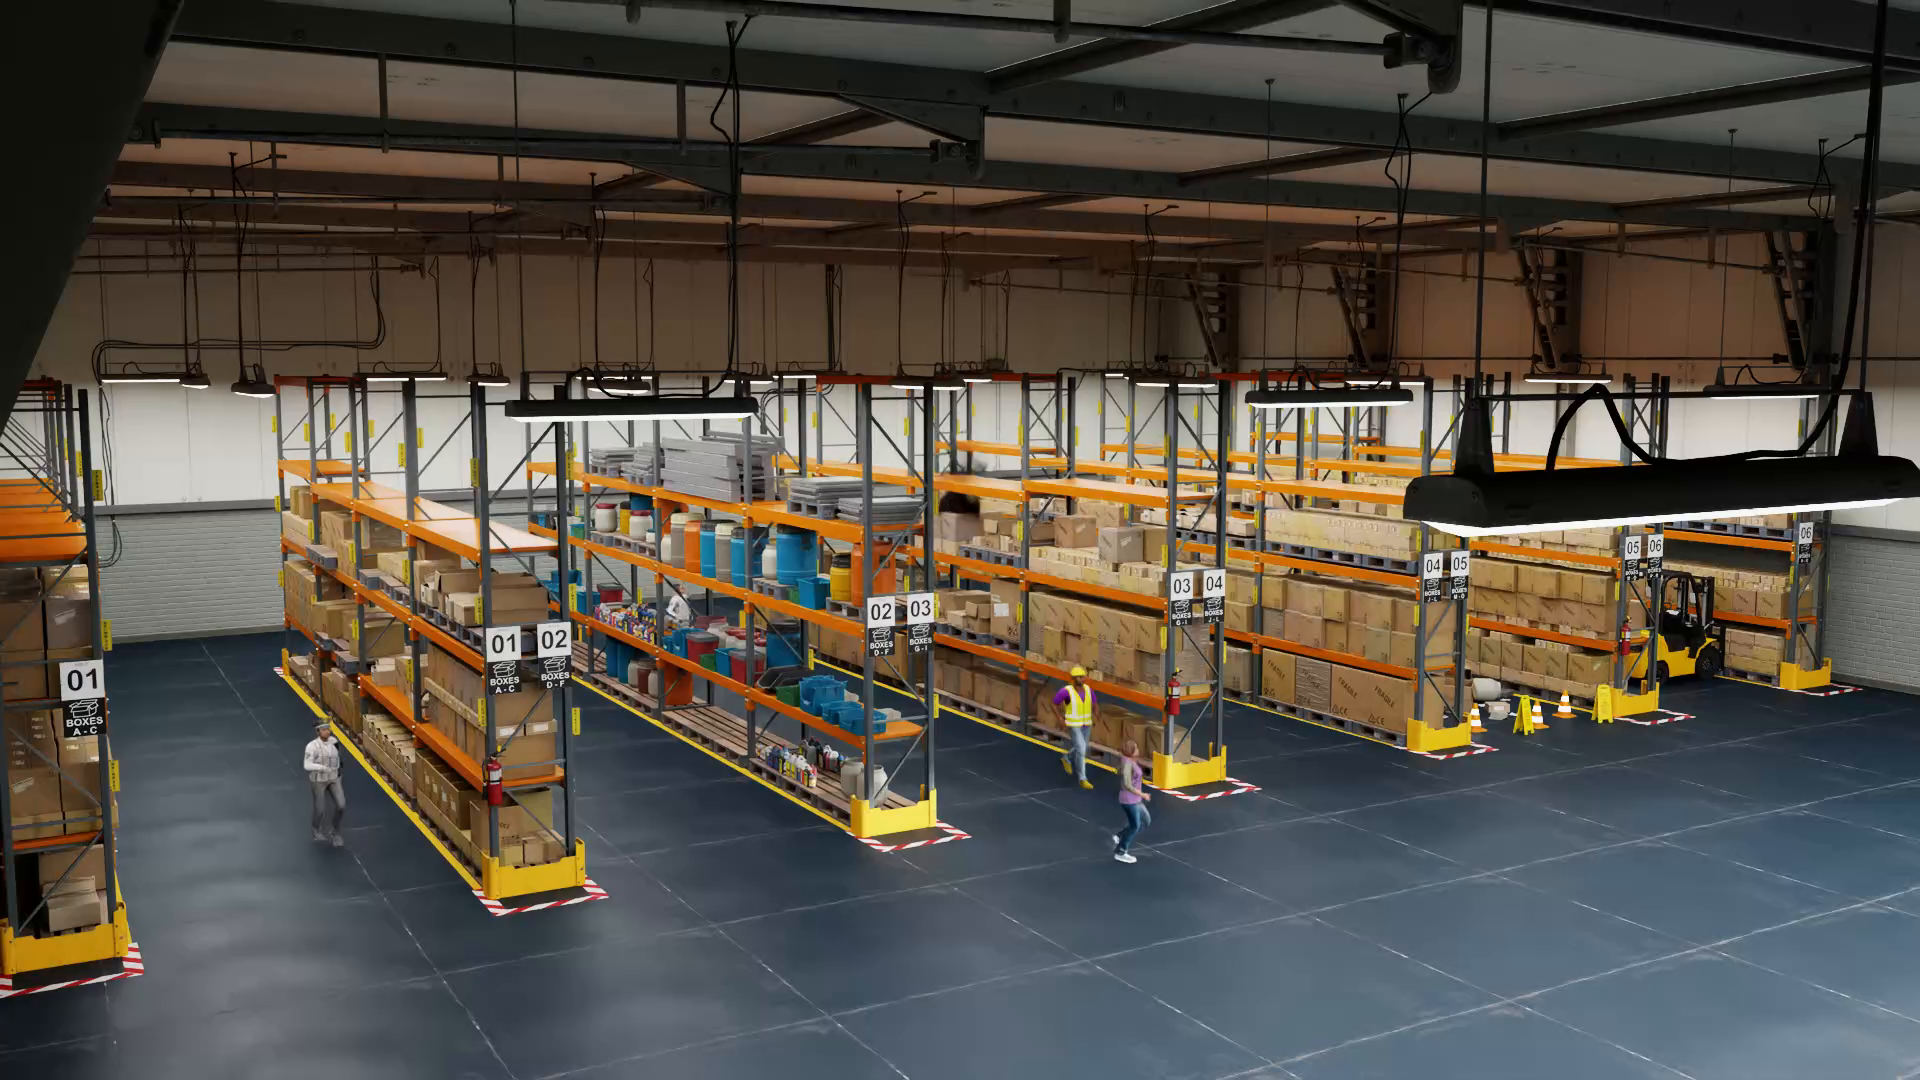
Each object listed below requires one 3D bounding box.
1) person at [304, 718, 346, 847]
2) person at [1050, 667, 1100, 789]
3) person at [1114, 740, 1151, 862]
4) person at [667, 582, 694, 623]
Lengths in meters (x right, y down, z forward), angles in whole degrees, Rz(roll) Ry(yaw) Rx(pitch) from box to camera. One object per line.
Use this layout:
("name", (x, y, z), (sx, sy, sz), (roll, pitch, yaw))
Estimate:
("person", (-8.220, 3.150, 21.577), (0.569, 1.726, 0.726), (-6, 9, -43))
("person", (1.733, 2.749, 24.707), (0.726, 1.751, 0.904), (-4, 7, -30))
("person", (2.173, 3.276, 20.925), (0.478, 1.561, 0.550), (1, 6, 7))
("person", (-5.877, 1.703, 34.894), (0.571, 1.667, 0.702), (-6, 9, -44))
